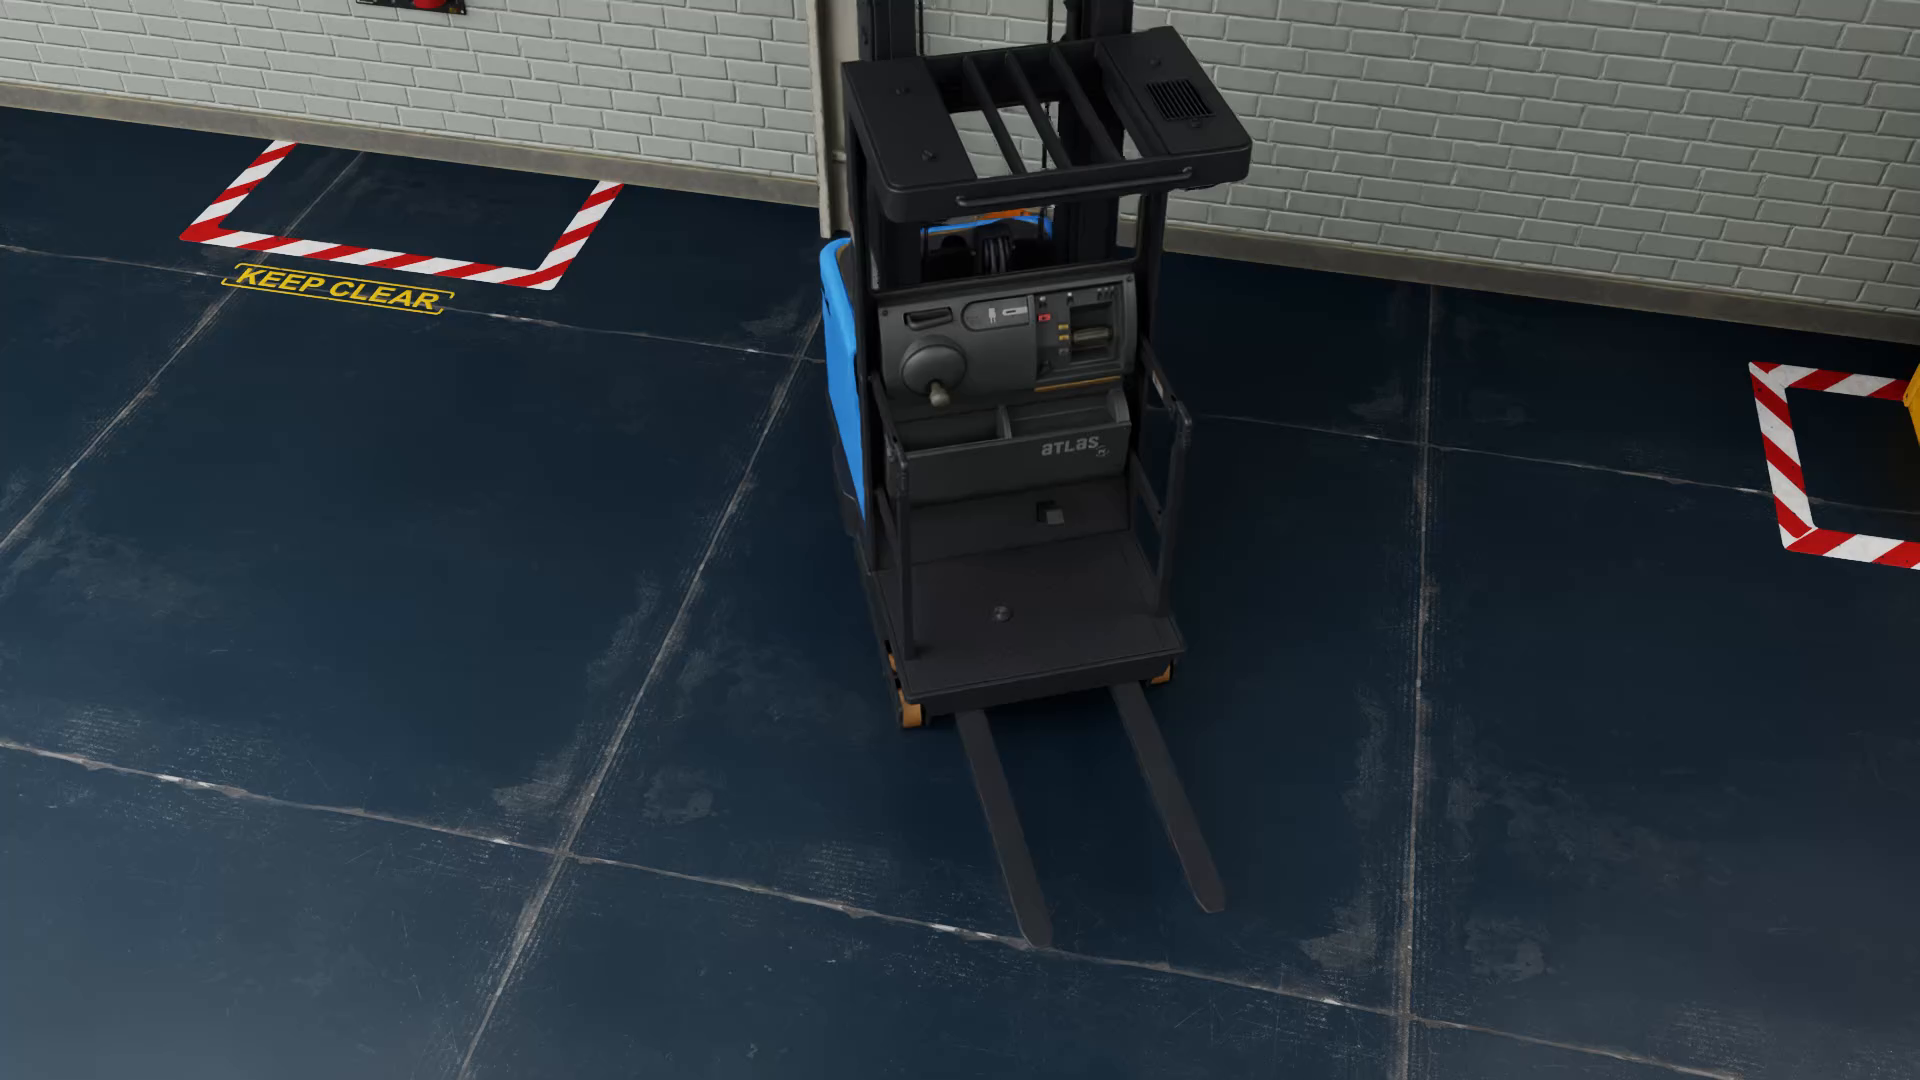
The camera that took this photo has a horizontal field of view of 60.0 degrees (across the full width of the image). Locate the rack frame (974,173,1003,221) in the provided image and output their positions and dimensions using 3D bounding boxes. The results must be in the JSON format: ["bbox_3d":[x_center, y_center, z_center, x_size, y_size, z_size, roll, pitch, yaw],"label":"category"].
[{"bbox_3d":[0.127,-1.200,7.699,0.008,1.050,0.200,28,51,26],"label":"rack frame"}]

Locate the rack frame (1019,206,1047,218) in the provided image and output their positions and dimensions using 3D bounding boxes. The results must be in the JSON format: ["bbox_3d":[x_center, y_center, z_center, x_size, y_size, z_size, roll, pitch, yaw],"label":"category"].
[{"bbox_3d":[0.320,-1.096,7.592,0.008,1.050,0.200,28,51,26],"label":"rack frame"}]

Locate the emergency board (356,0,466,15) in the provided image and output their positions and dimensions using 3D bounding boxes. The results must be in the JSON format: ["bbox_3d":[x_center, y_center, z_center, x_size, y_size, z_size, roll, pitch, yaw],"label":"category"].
[{"bbox_3d":[-2.922,-3.175,8.345,0.643,1.169,0.194,9,45,9],"label":"emergency board"}]

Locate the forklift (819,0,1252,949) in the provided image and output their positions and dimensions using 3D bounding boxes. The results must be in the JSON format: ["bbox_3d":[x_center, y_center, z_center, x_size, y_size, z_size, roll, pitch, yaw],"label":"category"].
[{"bbox_3d":[0.226,-0.621,5.742,1.130,2.935,3.031,-9,45,-9],"label":"forklift"}]

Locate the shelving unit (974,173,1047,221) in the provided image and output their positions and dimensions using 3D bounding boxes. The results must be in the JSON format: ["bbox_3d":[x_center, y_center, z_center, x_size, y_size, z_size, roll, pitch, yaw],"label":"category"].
[{"bbox_3d":[0.224,-1.148,7.645,0.252,1.050,0.215,28,51,26],"label":"shelving unit"}]

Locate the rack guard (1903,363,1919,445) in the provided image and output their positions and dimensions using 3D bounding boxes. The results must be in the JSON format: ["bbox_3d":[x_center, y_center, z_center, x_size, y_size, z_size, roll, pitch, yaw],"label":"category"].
[{"bbox_3d":[4.539,-0.475,7.343,0.348,0.500,1.175,9,45,9],"label":"rack guard"}]

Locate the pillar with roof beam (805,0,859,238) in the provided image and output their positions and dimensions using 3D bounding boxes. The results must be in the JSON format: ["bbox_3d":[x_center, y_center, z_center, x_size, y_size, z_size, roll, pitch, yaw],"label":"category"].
[{"bbox_3d":[-1.458,-2.023,2.823,0.400,9.000,9.100,9,45,9],"label":"pillar with roof beam"}]

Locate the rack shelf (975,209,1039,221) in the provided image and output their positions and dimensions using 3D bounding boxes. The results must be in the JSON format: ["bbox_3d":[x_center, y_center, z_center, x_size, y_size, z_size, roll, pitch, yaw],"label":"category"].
[{"bbox_3d":[0.224,-1.345,7.456,0.240,0.259,0.215,28,51,26],"label":"rack shelf"}]
